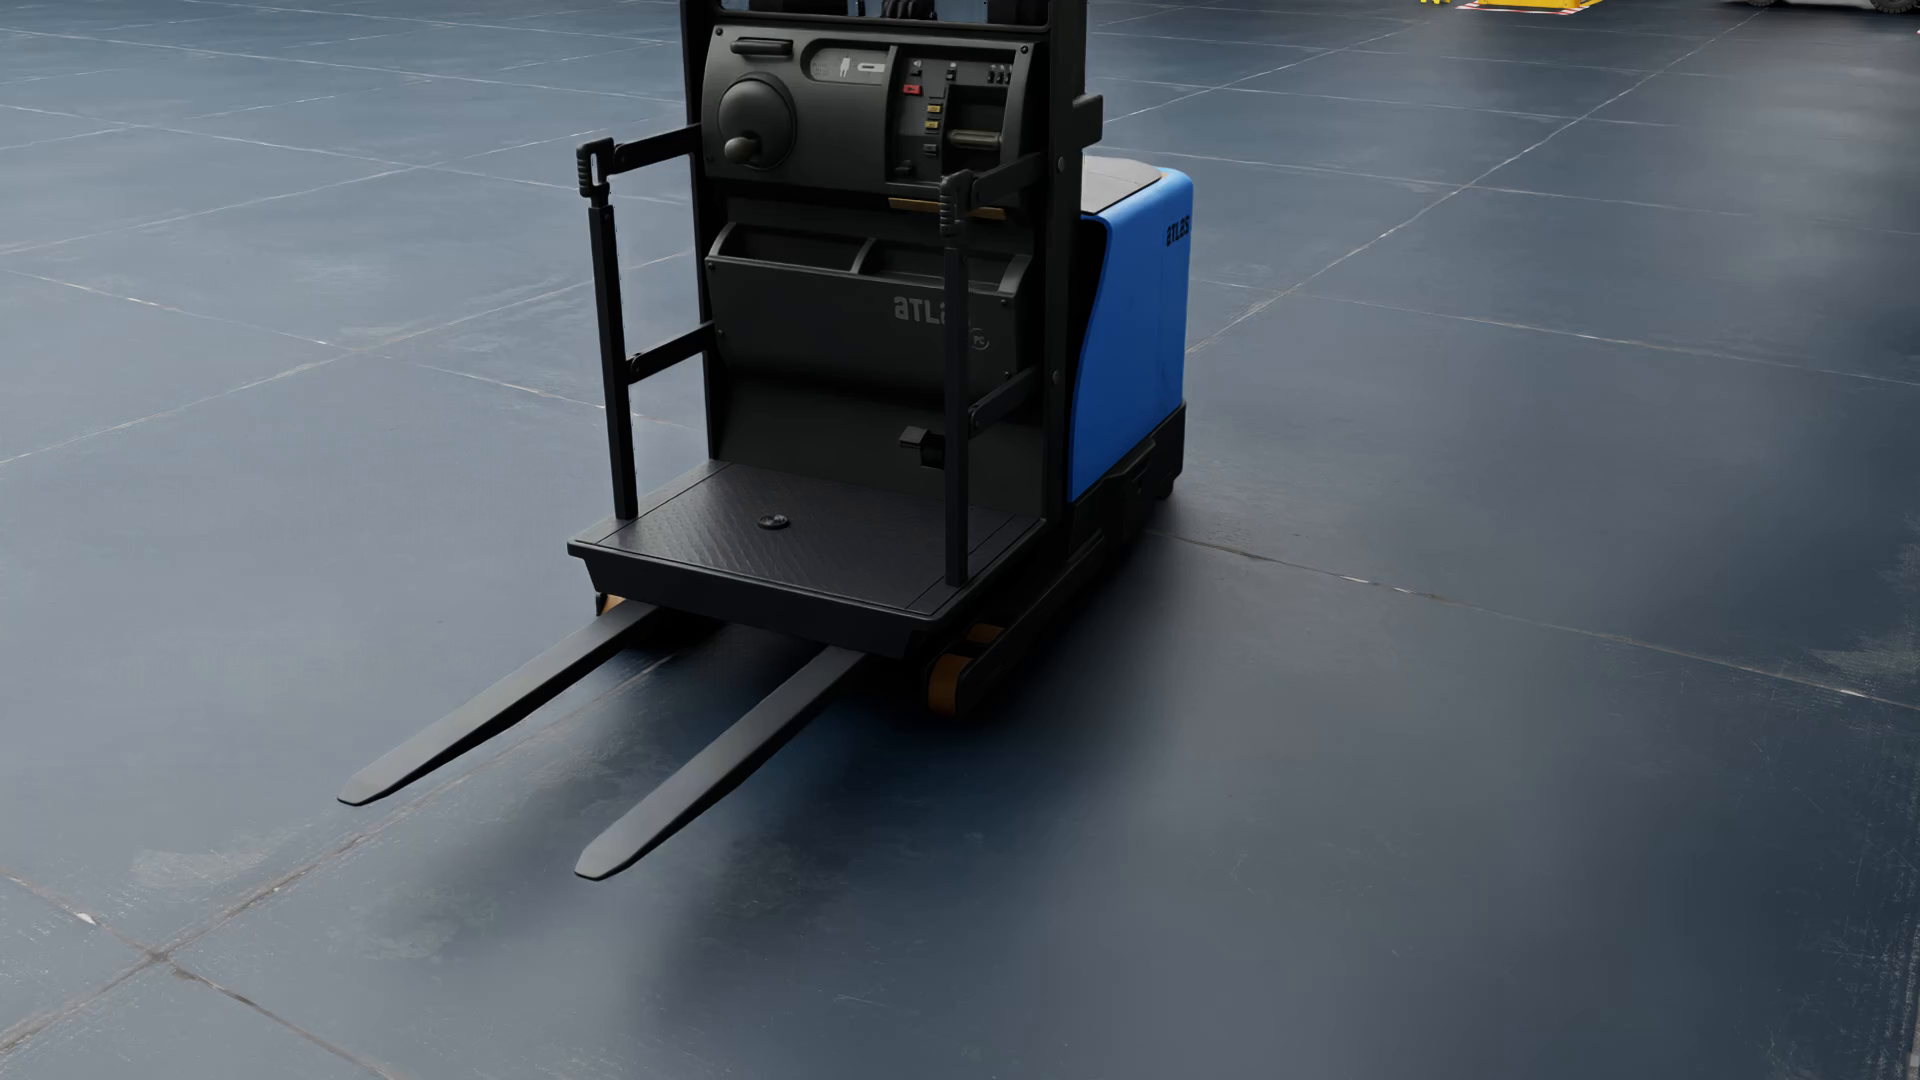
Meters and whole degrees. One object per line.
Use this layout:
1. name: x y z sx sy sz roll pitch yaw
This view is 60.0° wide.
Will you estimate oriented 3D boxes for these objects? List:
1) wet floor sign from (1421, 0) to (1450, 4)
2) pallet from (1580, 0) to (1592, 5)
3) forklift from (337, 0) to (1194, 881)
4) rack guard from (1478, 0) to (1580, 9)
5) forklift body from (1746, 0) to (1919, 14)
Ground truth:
1. wet floor sign: 5.936 -7.007 20.625 0.232 0.644 0.267 -17 29 -35
2. pallet: 7.444 -6.940 21.017 1.003 0.211 1.213 14 27 29
3. forklift: -0.340 -1.089 4.077 1.130 2.935 3.031 11 26 23
4. rack guard: 6.985 -6.806 20.343 1.175 0.500 0.348 14 27 29
5. forklift body: 10.615 -7.522 19.917 2.313 2.155 1.214 14 27 29
